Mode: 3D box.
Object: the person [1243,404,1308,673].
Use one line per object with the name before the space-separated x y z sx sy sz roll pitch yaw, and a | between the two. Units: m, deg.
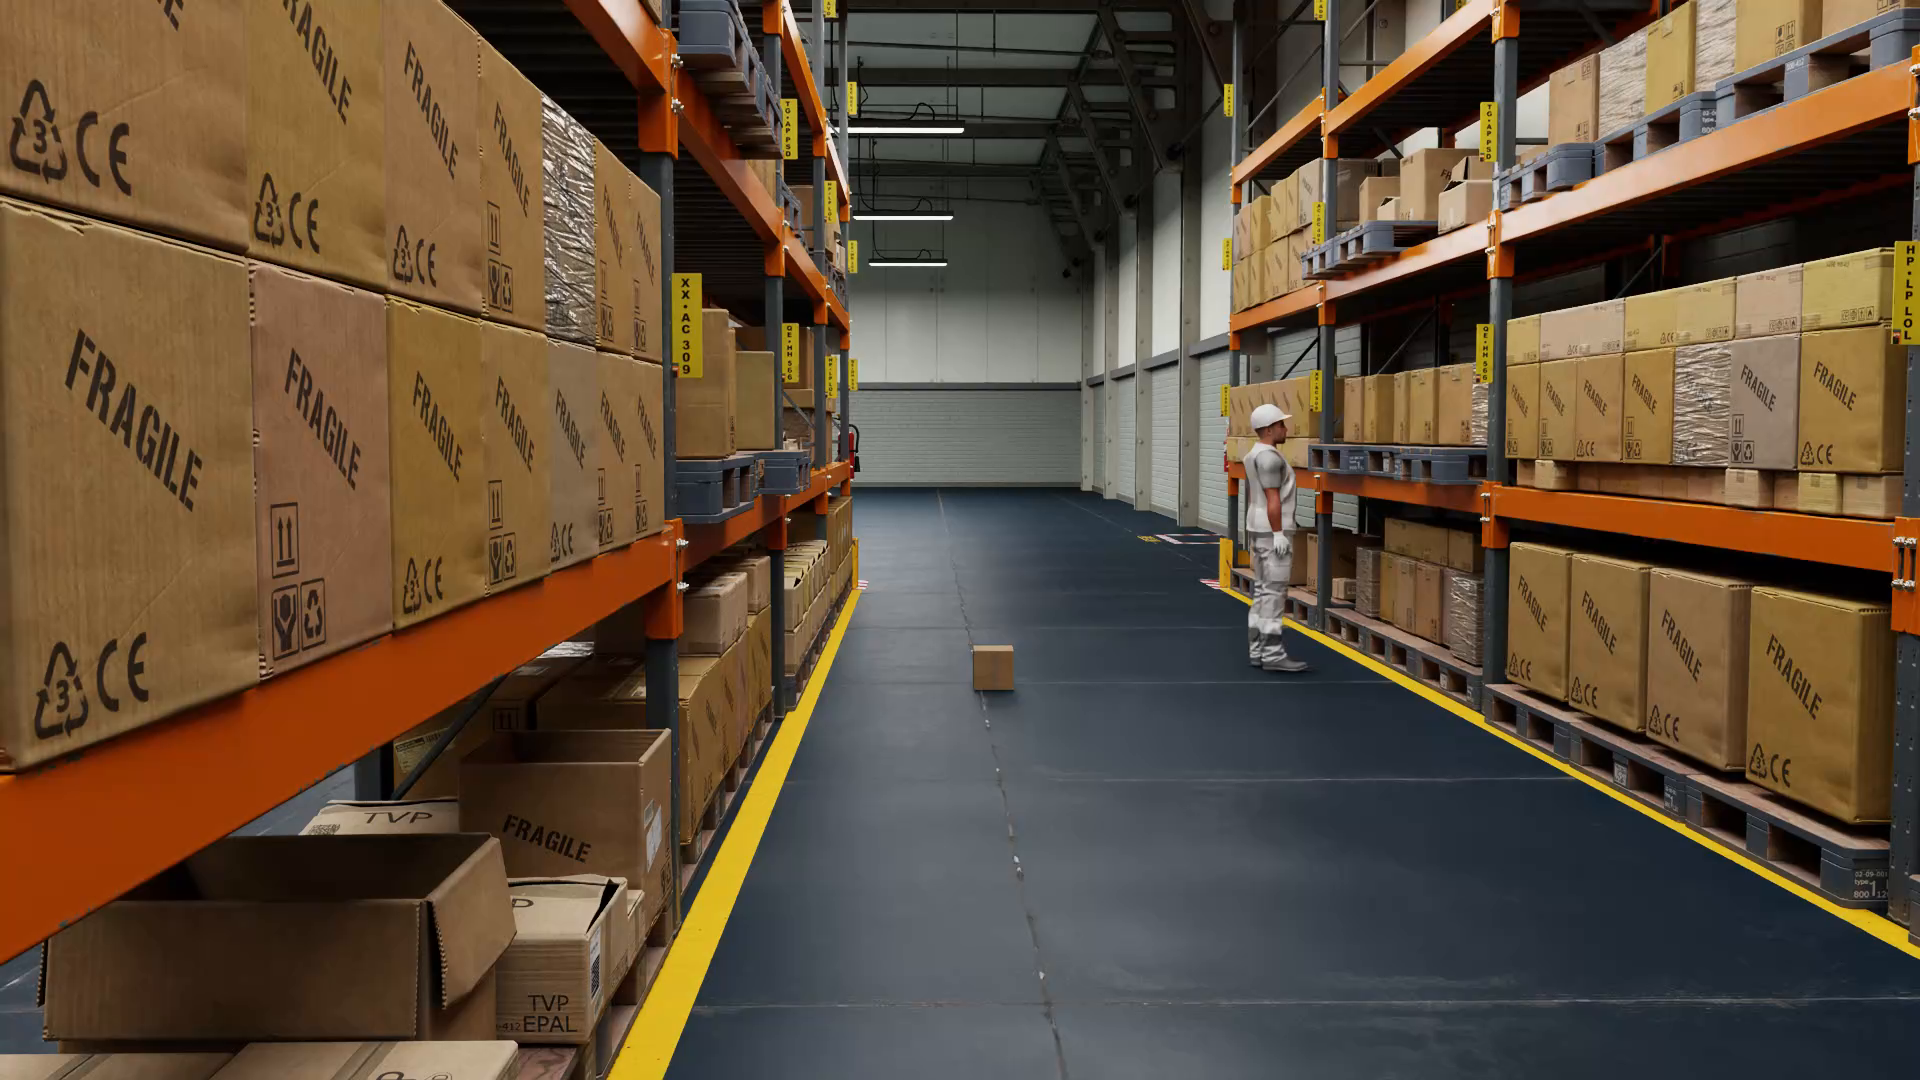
person | 2.130 -0.021 11.267 0.380 1.794 0.538 0 4 -4
